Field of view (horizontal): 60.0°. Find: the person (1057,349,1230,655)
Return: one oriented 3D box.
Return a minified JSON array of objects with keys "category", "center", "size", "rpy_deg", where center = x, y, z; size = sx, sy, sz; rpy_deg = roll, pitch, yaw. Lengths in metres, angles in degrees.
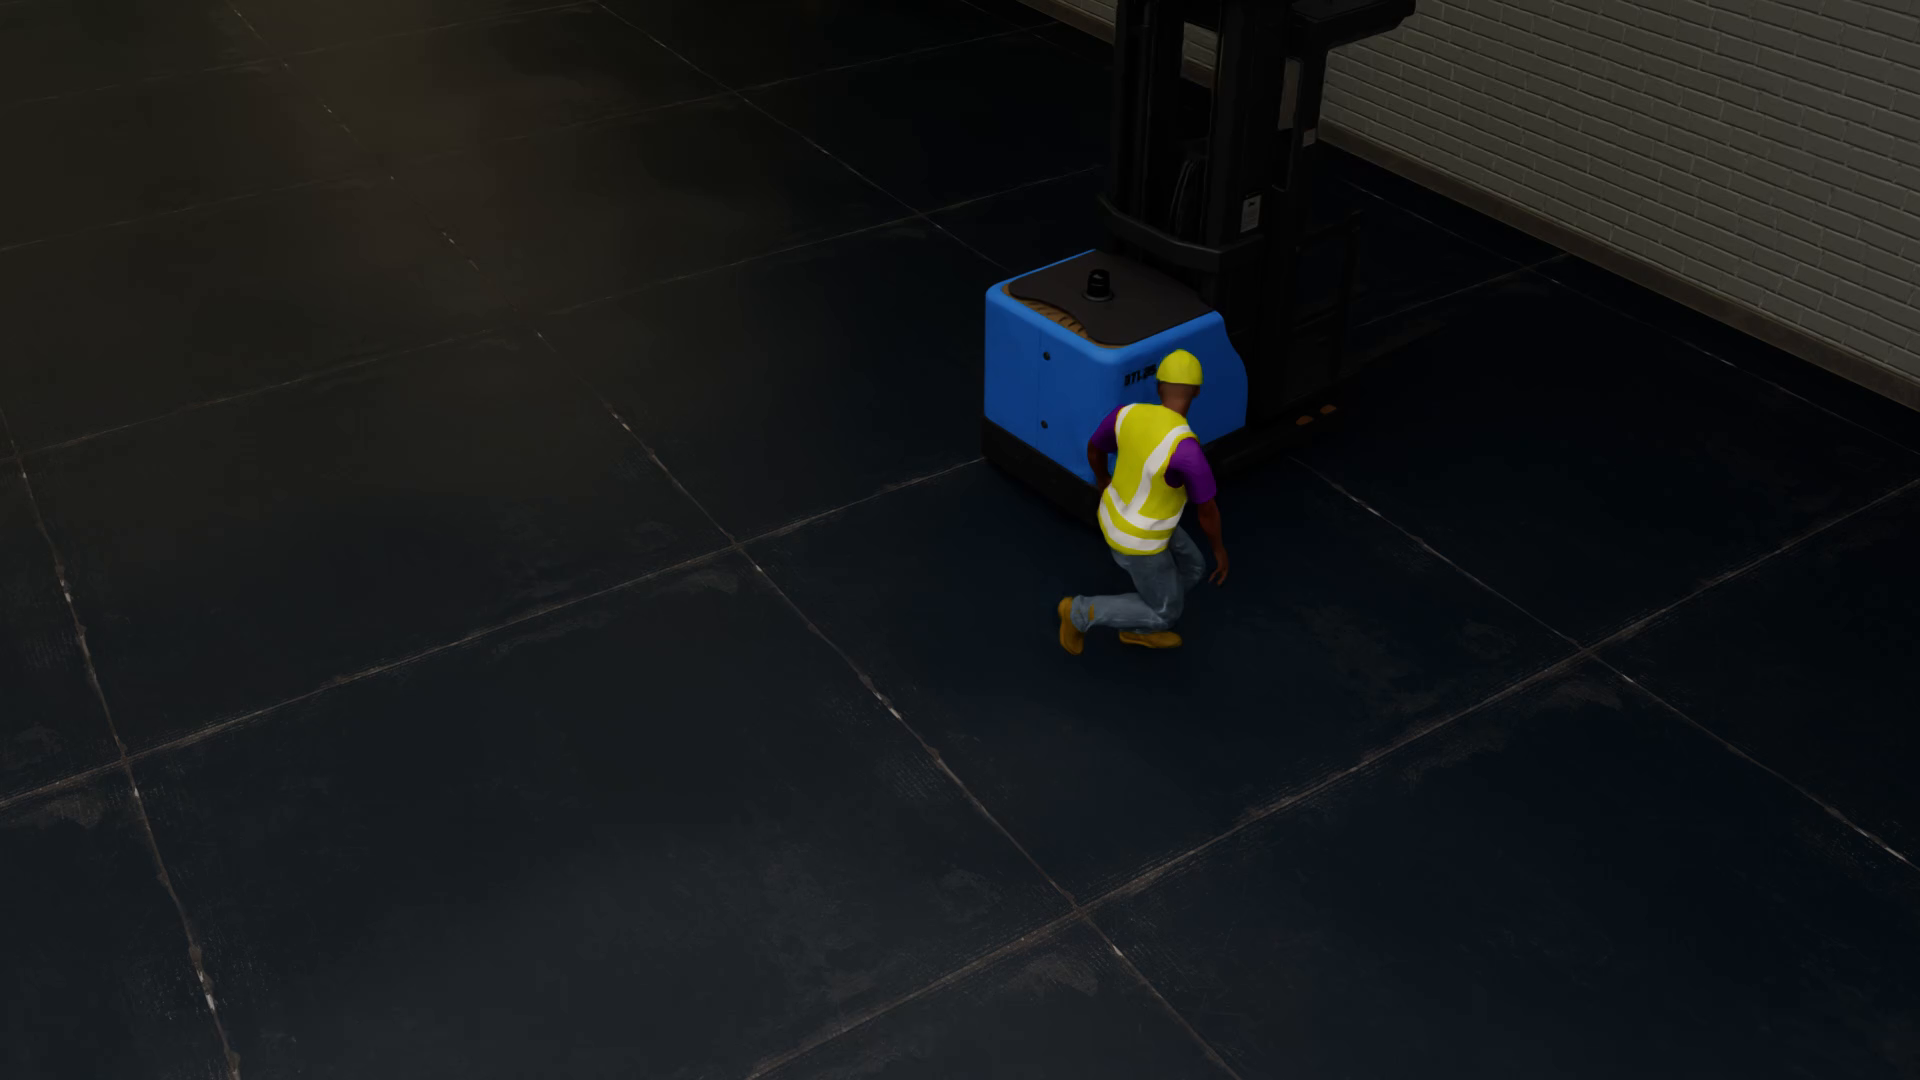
[{"category":"person","center":[0.805,-0.136,7.572],"size":[0.718,1.546,0.732],"rpy_deg":[-5,35,-7]}]

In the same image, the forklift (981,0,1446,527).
[{"category":"forklift","center":[1.588,-1.956,8.931],"size":[3.031,2.935,1.130],"rpy_deg":[-24,42,-30]}]
